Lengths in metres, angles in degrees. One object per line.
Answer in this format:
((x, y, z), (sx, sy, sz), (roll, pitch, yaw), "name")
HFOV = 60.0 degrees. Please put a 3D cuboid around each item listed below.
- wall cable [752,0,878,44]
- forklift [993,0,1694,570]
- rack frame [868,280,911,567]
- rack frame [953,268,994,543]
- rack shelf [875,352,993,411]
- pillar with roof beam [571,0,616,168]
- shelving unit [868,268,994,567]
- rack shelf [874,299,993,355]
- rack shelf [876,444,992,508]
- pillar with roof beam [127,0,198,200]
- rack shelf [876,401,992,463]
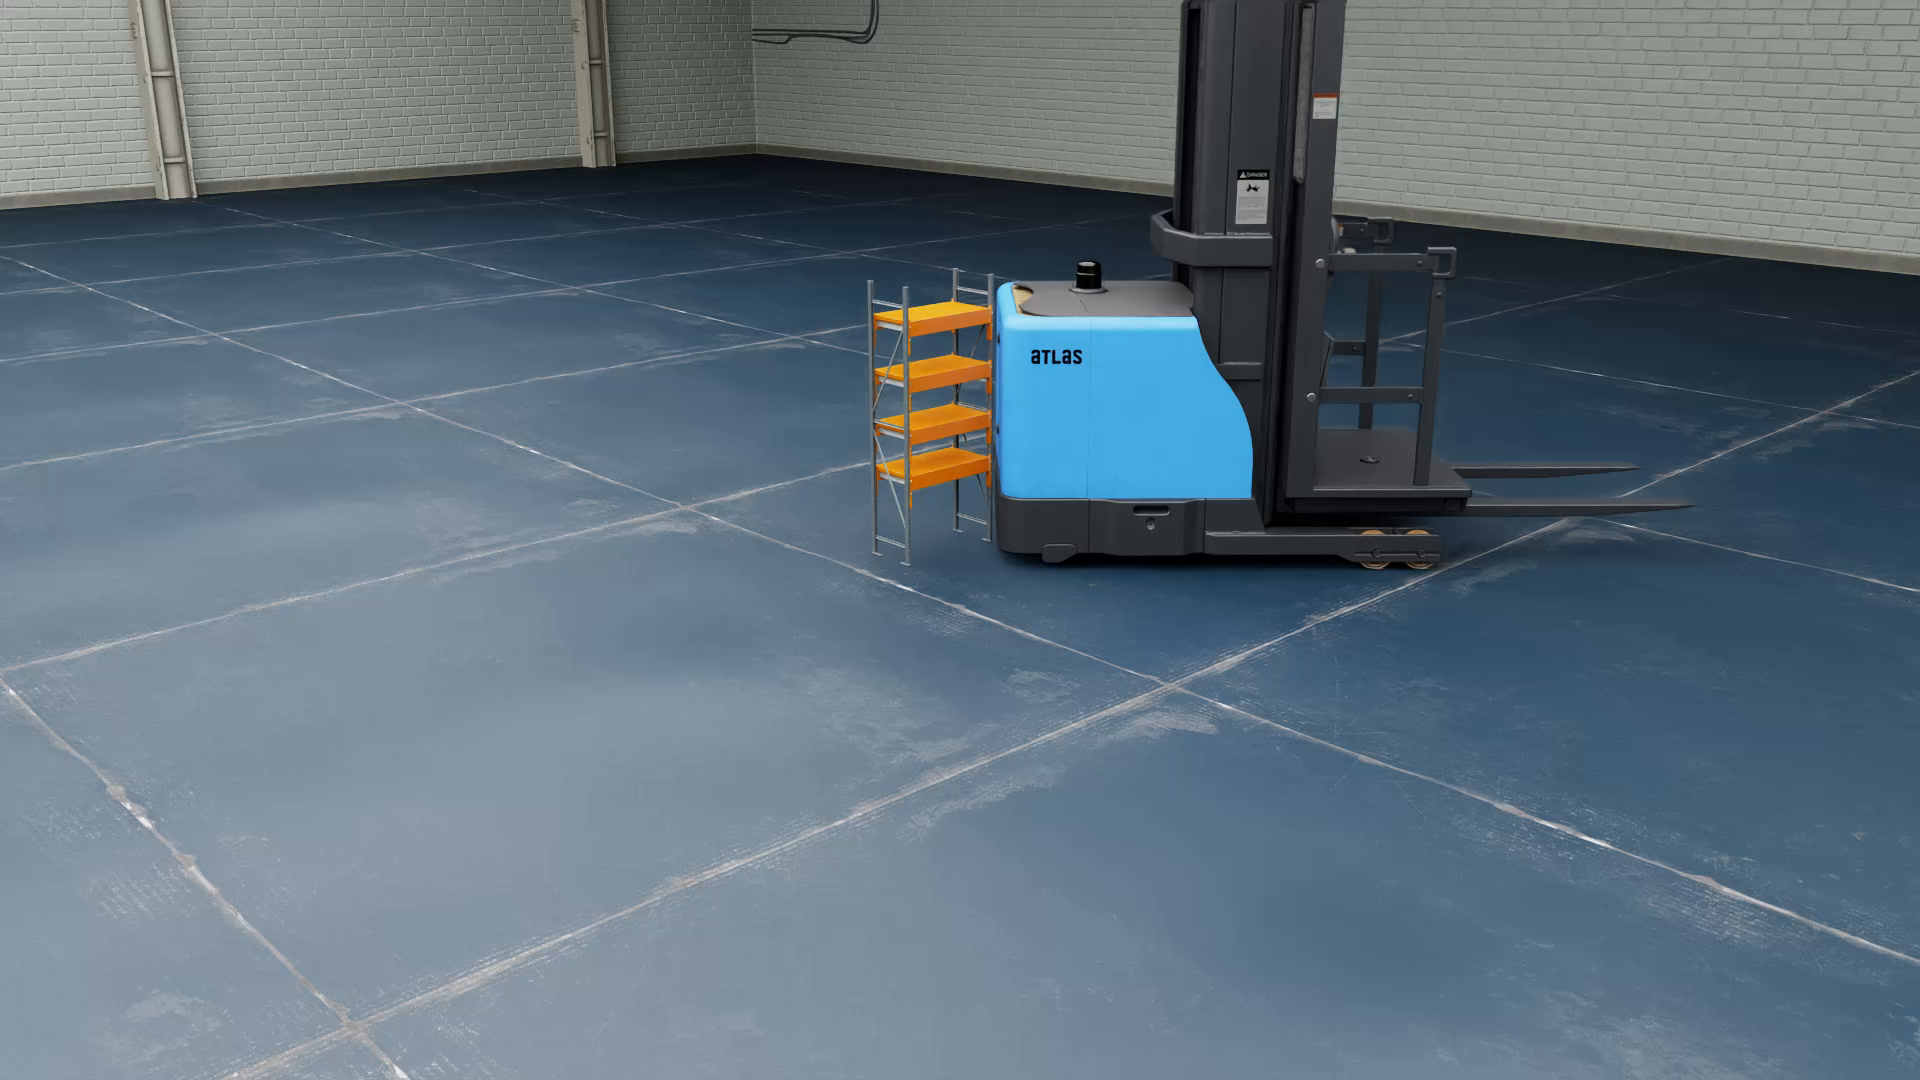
((-2.255, -8.628, 24.541), (0.112, 2.526, 3.097), (-16, 24, -41), "wall cable")
((1.677, -1.433, 7.151), (3.031, 2.935, 1.130), (0, 18, 0), "forklift")
((-0.298, -0.484, 7.032), (0.015, 1.200, 0.240), (-16, 24, -41), "rack frame")
((0.057, -0.587, 7.351), (0.015, 1.200, 0.240), (-16, 24, -41), "rack frame")
((-0.120, -0.684, 7.143), (0.480, 0.148, 0.258), (-16, 24, -41), "rack shelf")
((-2.346, -8.813, 20.075), (0.400, 9.000, 9.100), (-16, 24, -41), "pillar with roof beam")
((-0.120, -0.536, 7.191), (0.503, 1.200, 0.258), (-16, 24, -41), "shelving unit")
((-0.120, -0.909, 7.070), (0.480, 0.148, 0.258), (-16, 24, -41), "rack shelf")
((-0.120, -0.283, 7.273), (0.480, 0.148, 0.258), (-16, 24, -41), "rack shelf")
((-6.706, -7.541, 16.154), (0.400, 9.000, 9.100), (-16, 24, -41), "pillar with roof beam")
((-0.120, -0.472, 7.212), (0.480, 0.148, 0.258), (-16, 24, -41), "rack shelf")
